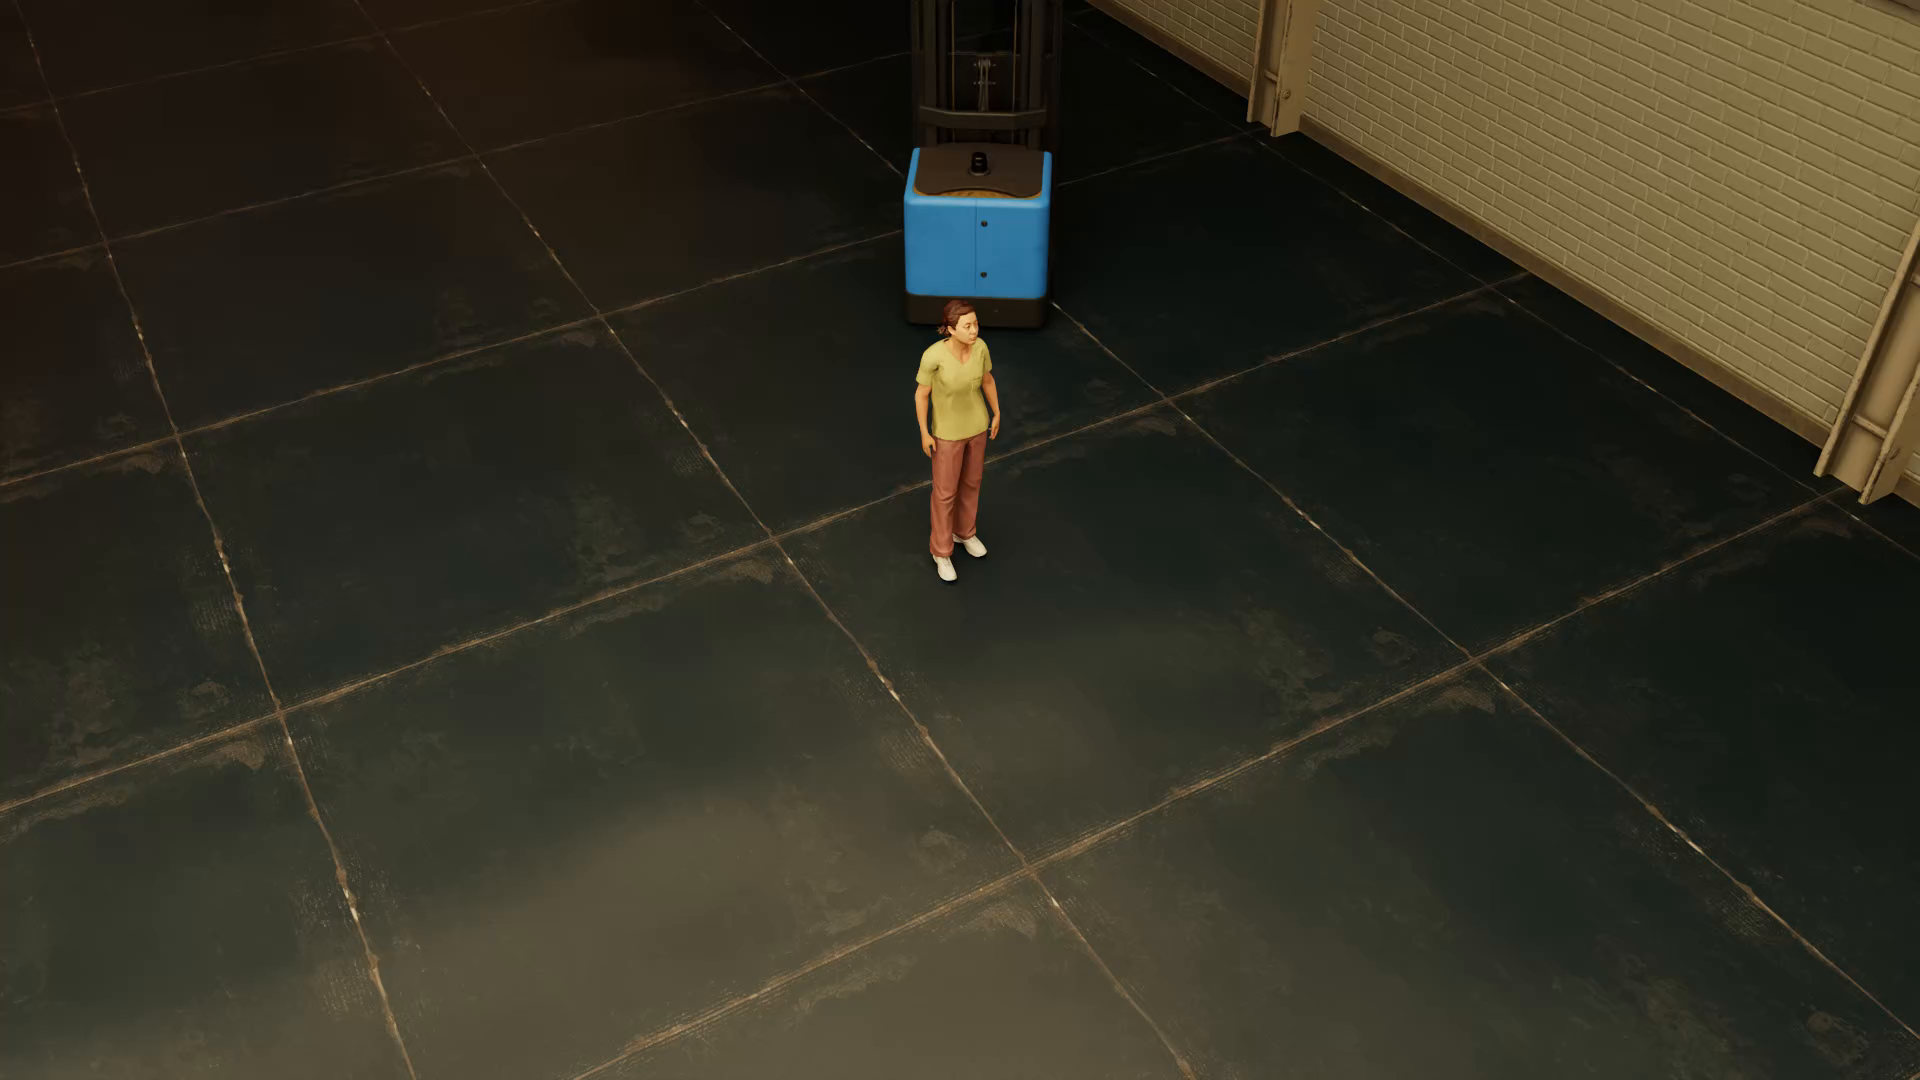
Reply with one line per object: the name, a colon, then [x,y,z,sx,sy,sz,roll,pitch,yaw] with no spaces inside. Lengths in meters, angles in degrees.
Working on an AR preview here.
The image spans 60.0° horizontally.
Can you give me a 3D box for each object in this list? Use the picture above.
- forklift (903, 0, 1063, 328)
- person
forklift: [0.208,-3.594,12.370,1.130,2.935,3.031,2,40,3]
person: [0.028,-0.606,9.739,0.555,1.675,0.549,-20,44,-23]
